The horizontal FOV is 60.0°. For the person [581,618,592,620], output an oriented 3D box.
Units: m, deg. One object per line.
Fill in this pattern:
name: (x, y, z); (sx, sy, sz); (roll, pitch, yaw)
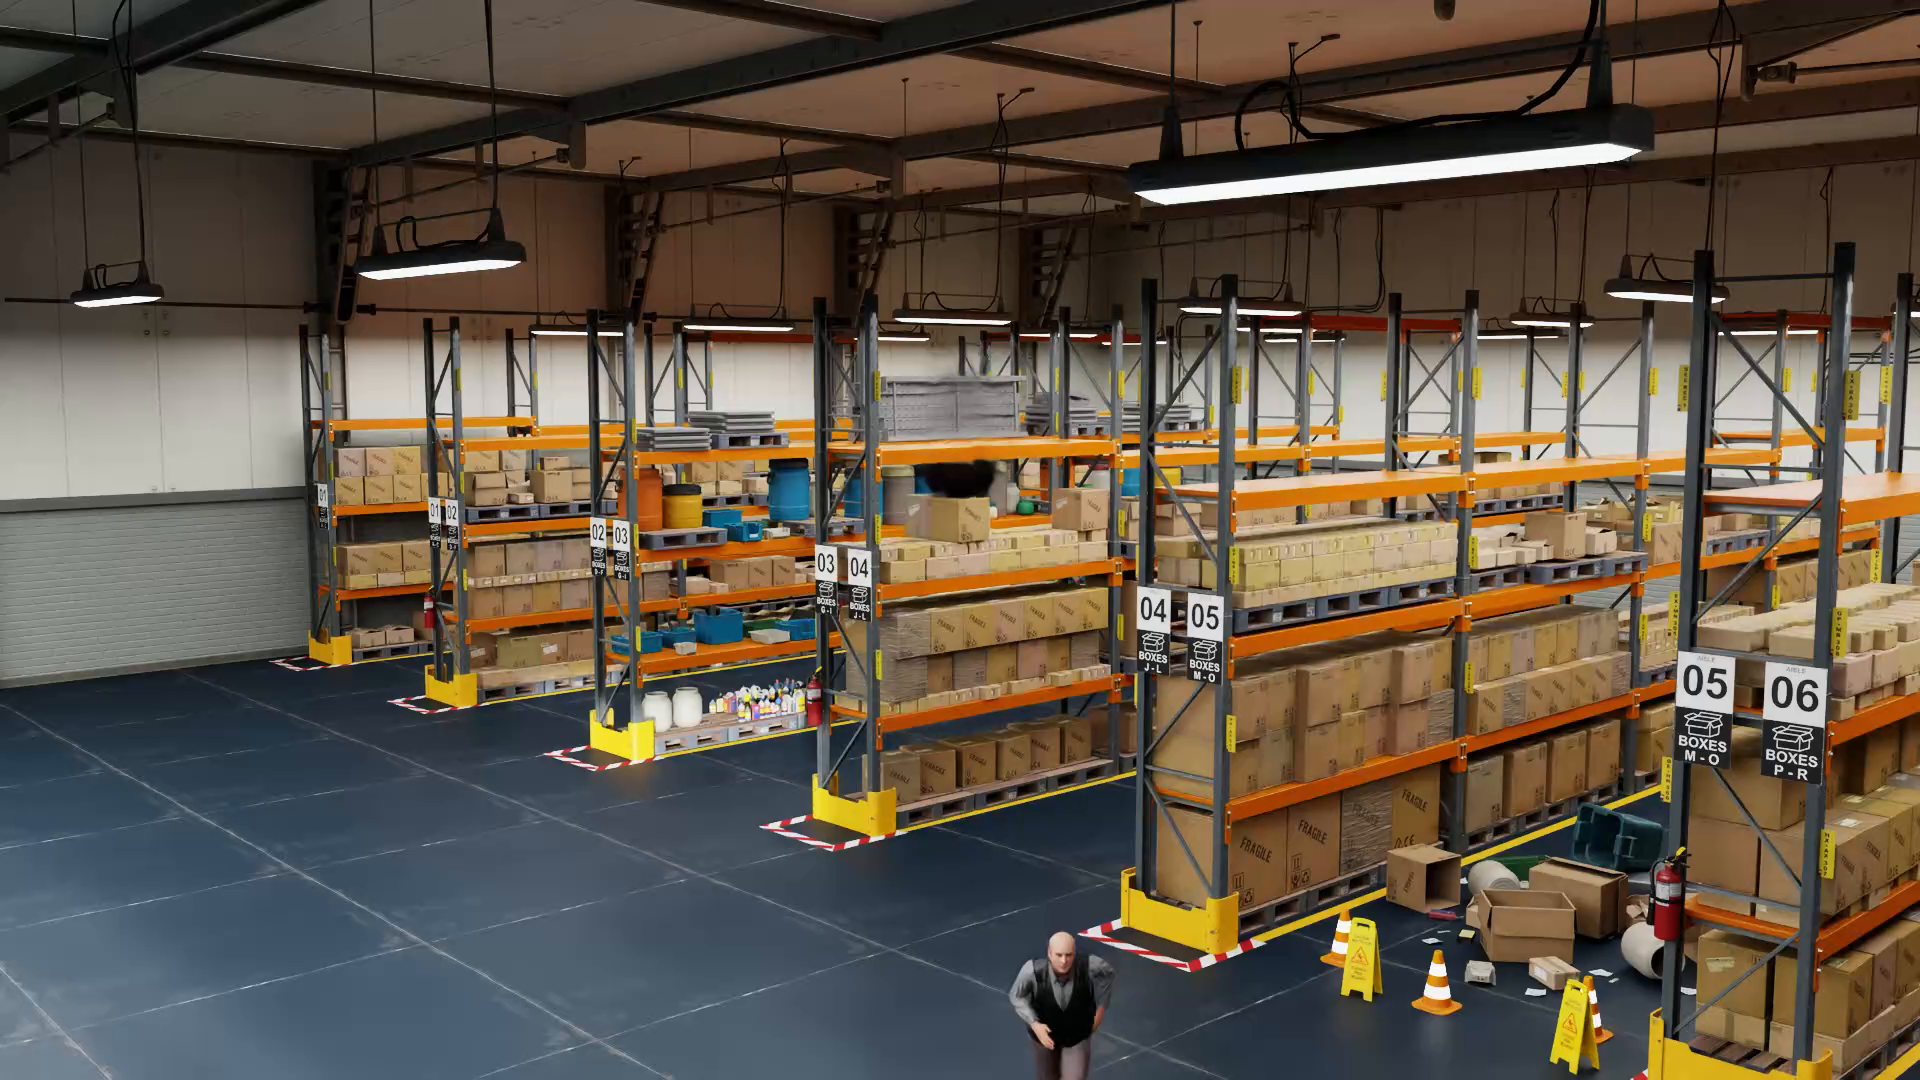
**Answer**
person: (-6.566, 1.278, 29.435); (0.672, 1.731, 1.138); (6, 8, 45)

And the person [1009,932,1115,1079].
person: (0.655, 3.270, 10.908); (0.697, 1.680, 1.008); (0, 6, -4)
